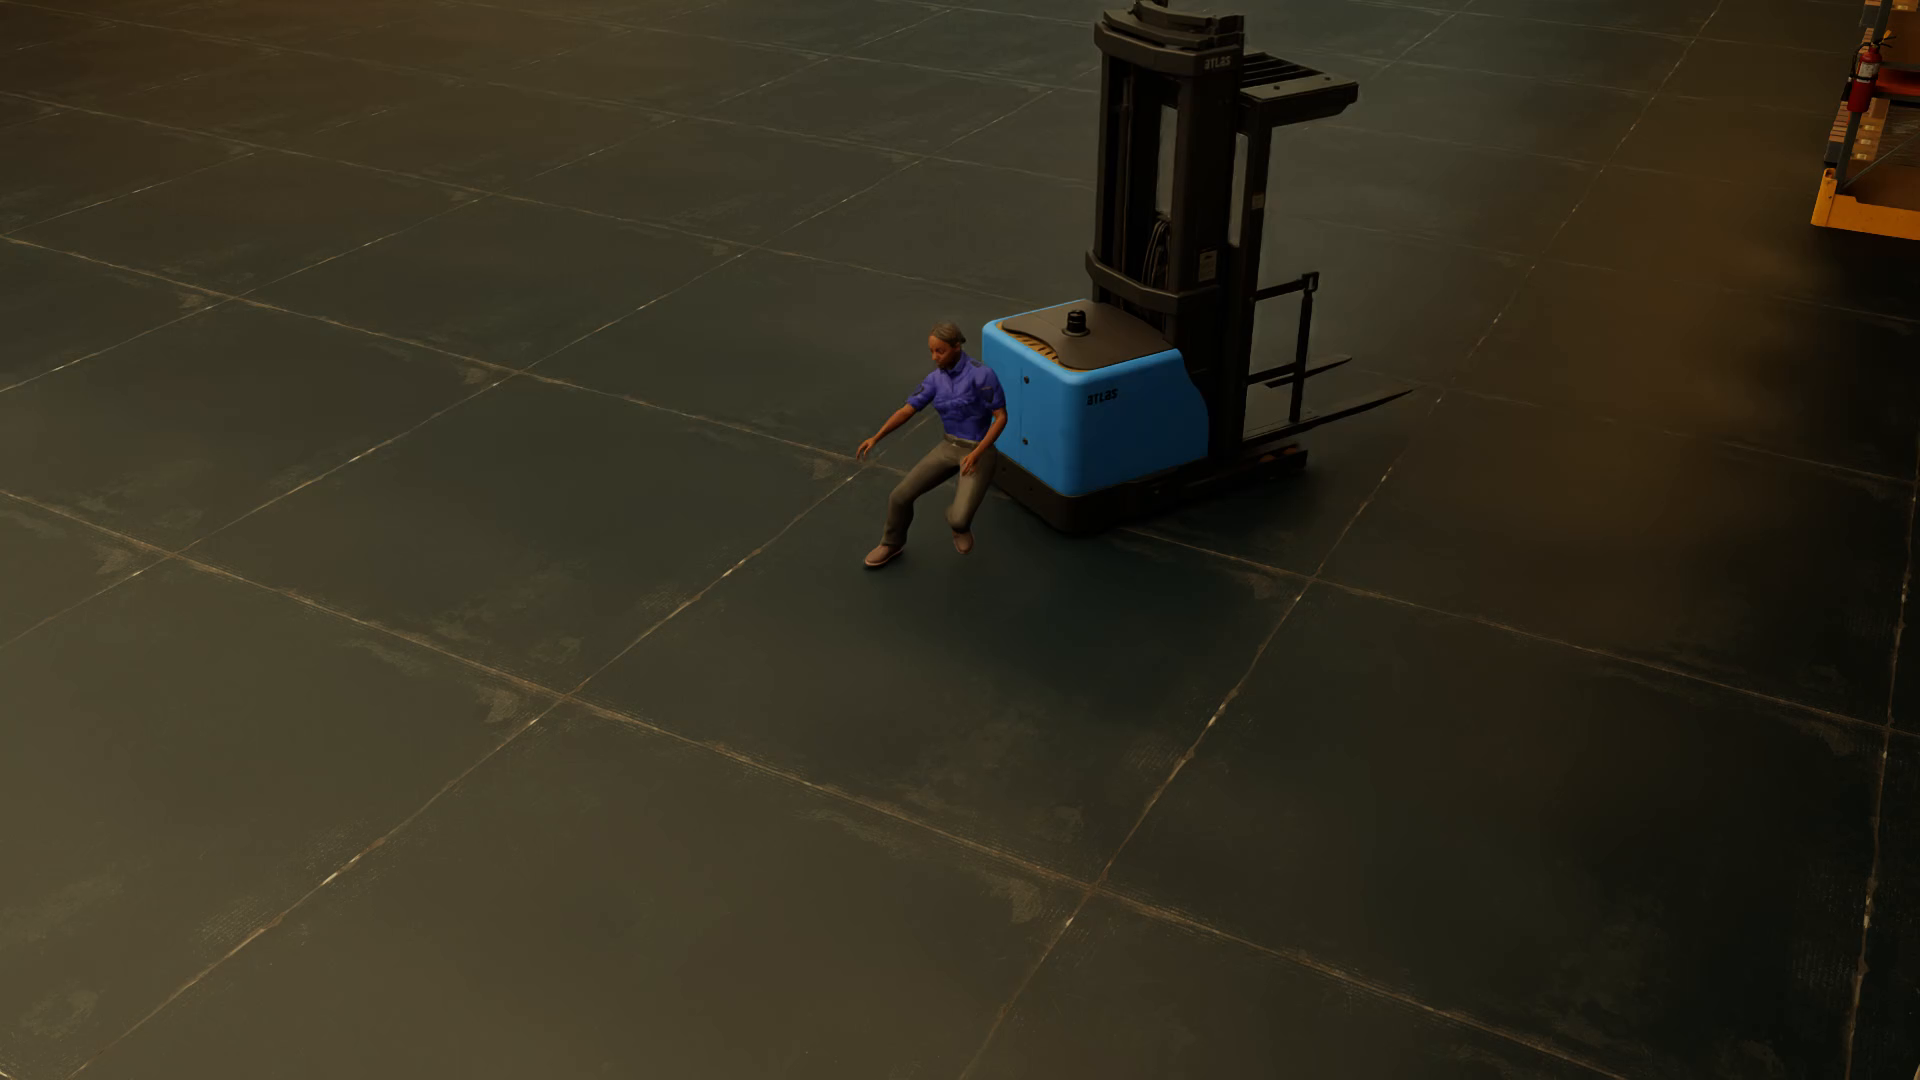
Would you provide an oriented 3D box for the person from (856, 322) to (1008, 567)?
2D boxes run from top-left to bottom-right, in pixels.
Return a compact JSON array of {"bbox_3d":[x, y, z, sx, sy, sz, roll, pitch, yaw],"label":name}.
[{"bbox_3d":[-0.159,-0.467,9.315,0.752,1.484,0.683,22,37,33],"label":"person"}]

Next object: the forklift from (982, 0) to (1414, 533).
[{"bbox_3d":[1.643,-1.855,10.285,3.031,2.935,1.130,-17,34,-27],"label":"forklift"}]
